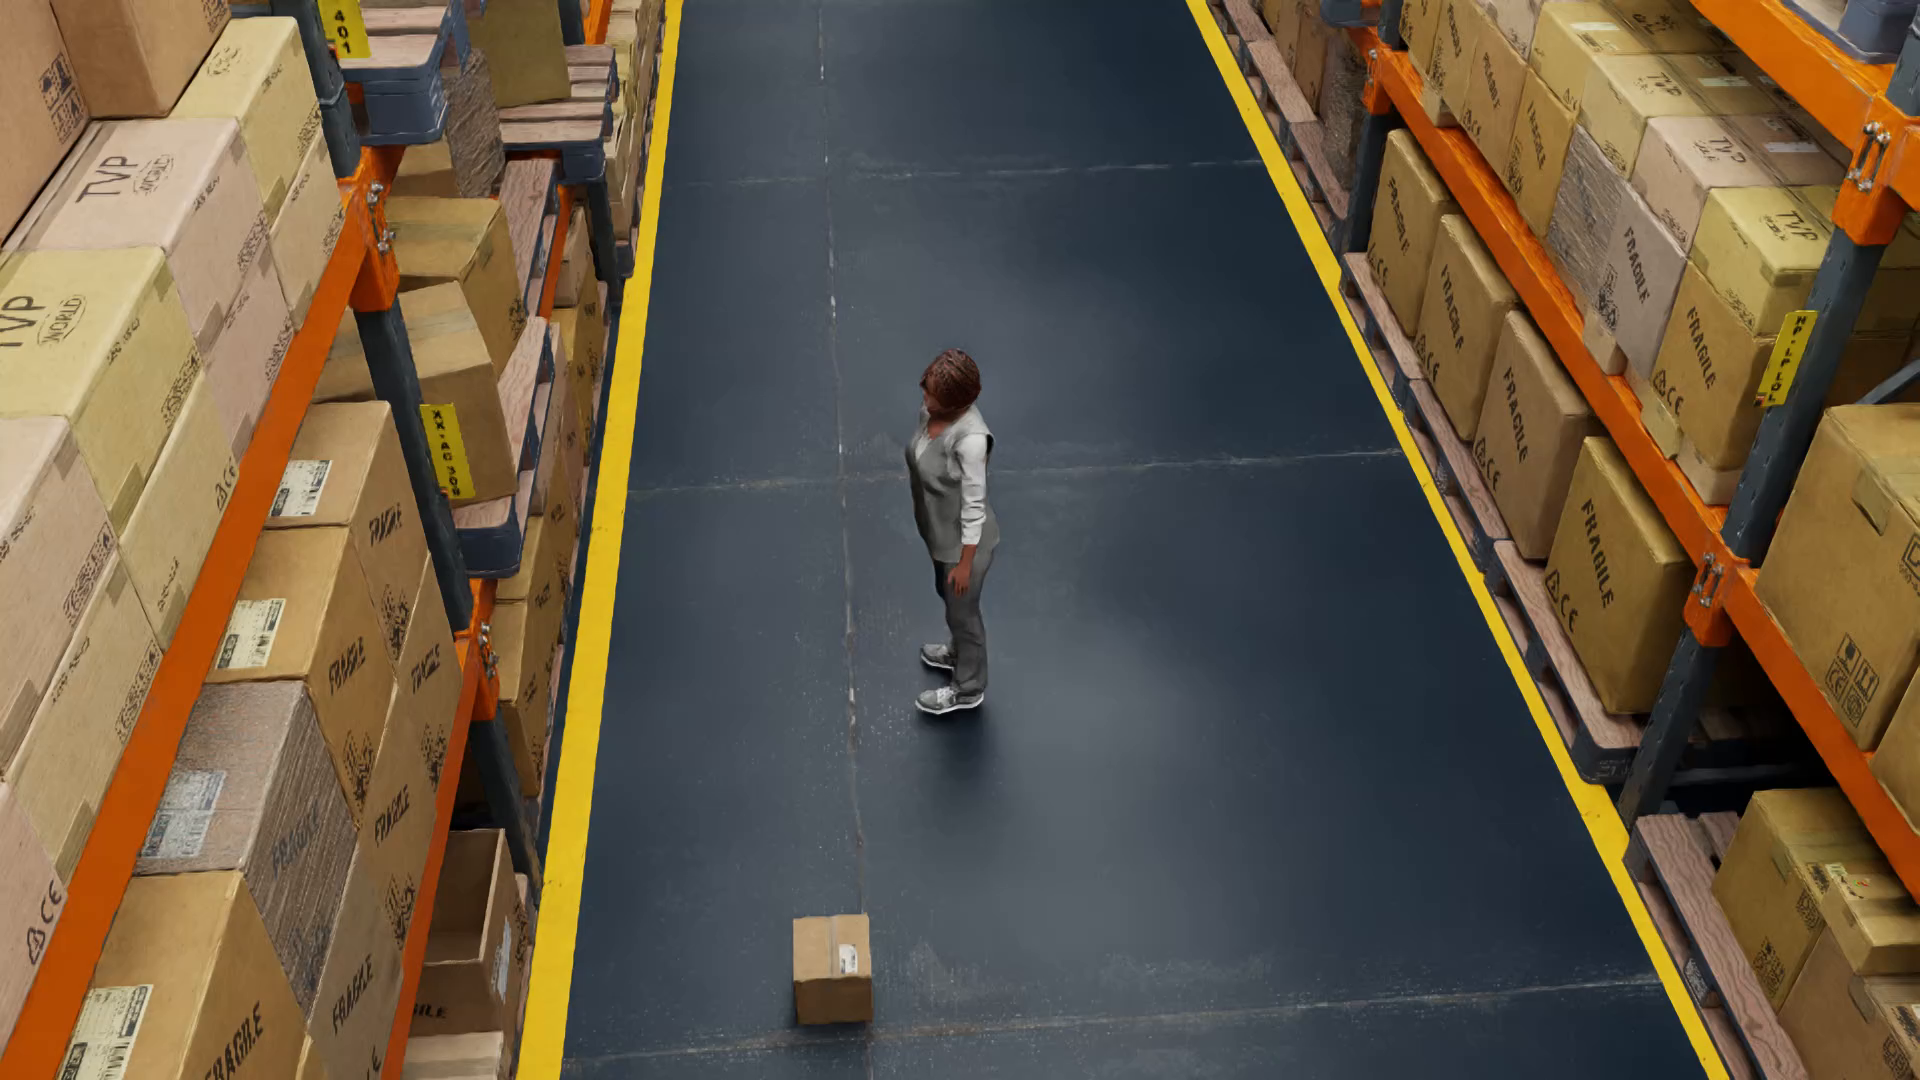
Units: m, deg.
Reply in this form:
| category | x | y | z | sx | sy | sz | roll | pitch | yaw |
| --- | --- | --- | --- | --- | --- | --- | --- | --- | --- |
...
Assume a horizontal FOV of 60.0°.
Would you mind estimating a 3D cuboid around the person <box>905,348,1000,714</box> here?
| category | x | y | z | sx | sy | sz | roll | pitch | yaw |
| --- | --- | --- | --- | --- | --- | --- | --- | --- | --- |
| person | -0.037 | -0.017 | 6.146 | 0.330 | 1.606 | 0.488 | -12 | 41 | -14 |
